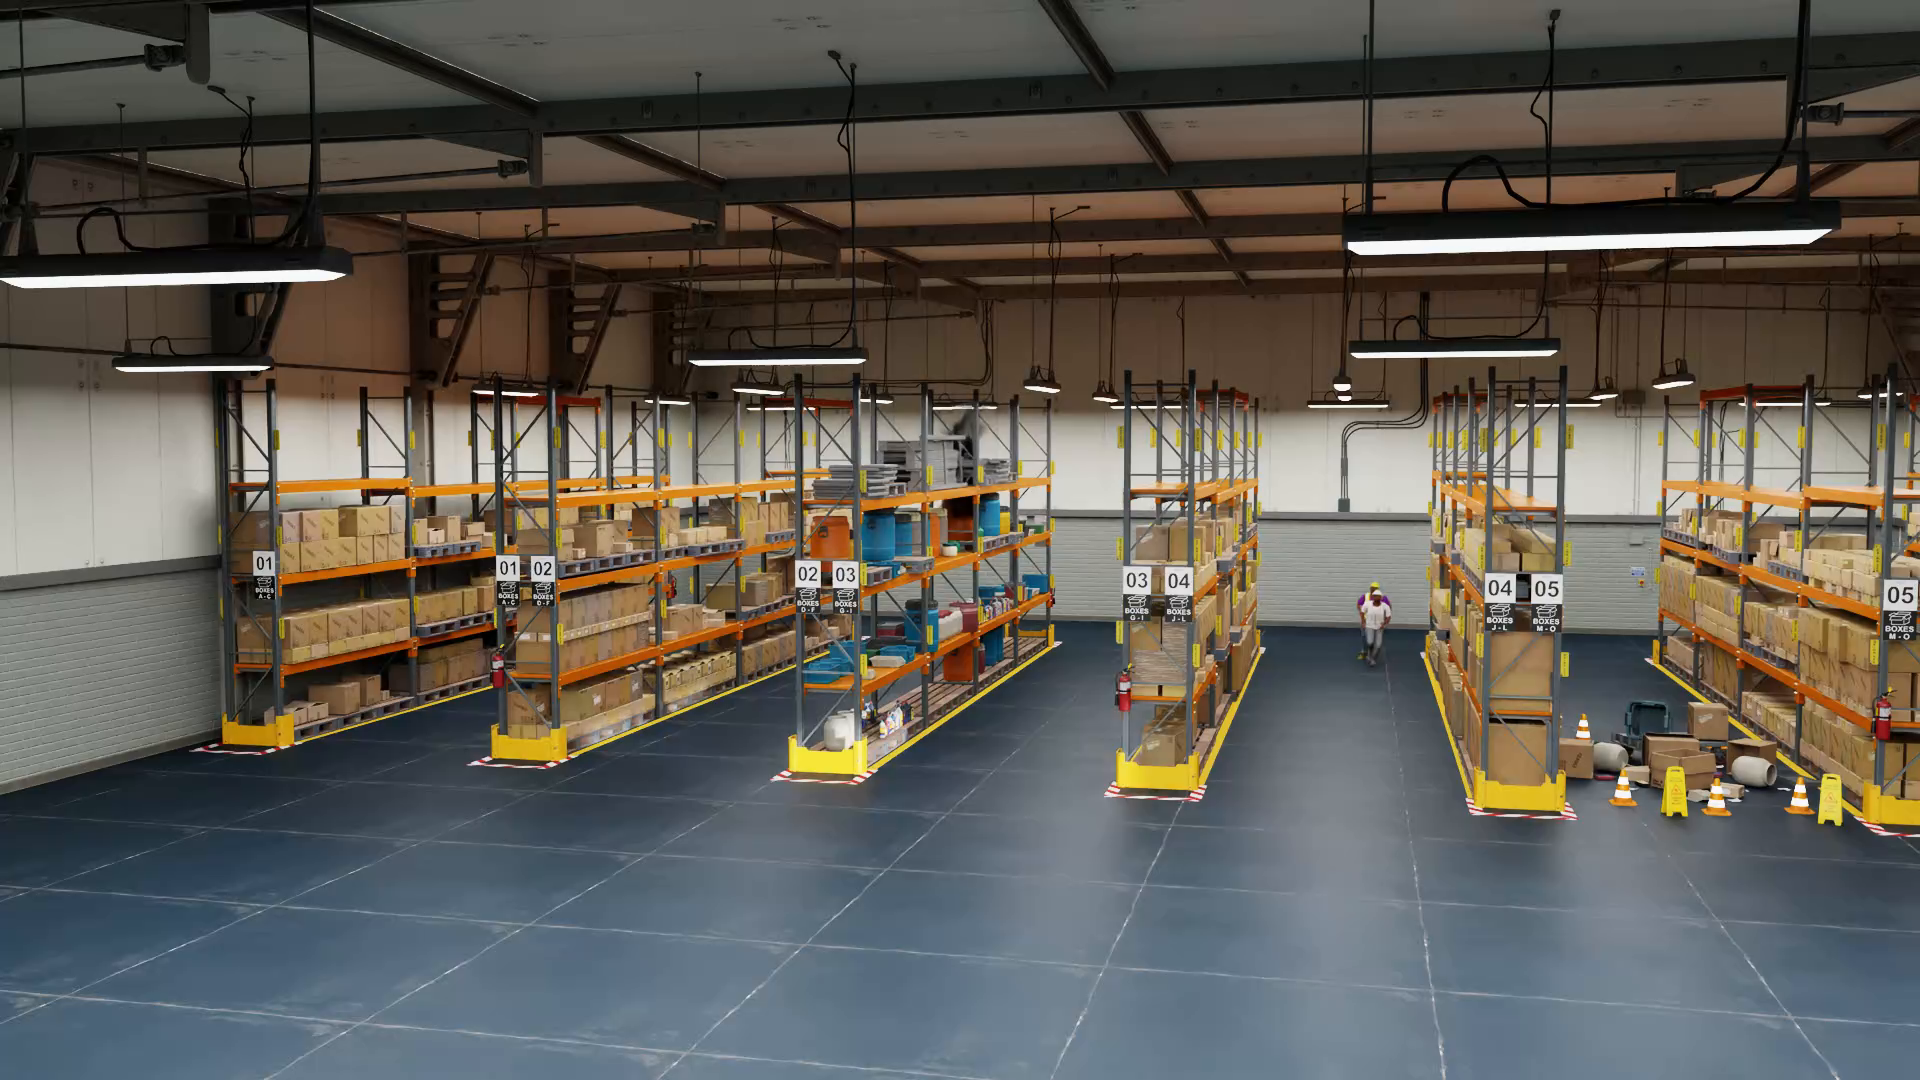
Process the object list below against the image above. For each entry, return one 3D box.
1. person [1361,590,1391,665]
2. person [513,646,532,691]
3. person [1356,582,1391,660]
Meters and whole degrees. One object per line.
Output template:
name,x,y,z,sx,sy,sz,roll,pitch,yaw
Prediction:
person,9.205,1.939,36.815,0.638,1.686,0.648,1,3,10
person,-7.822,2.426,29.974,0.533,1.590,0.697,1,4,17
person,9.414,1.842,38.091,0.757,1.777,0.870,2,4,35
